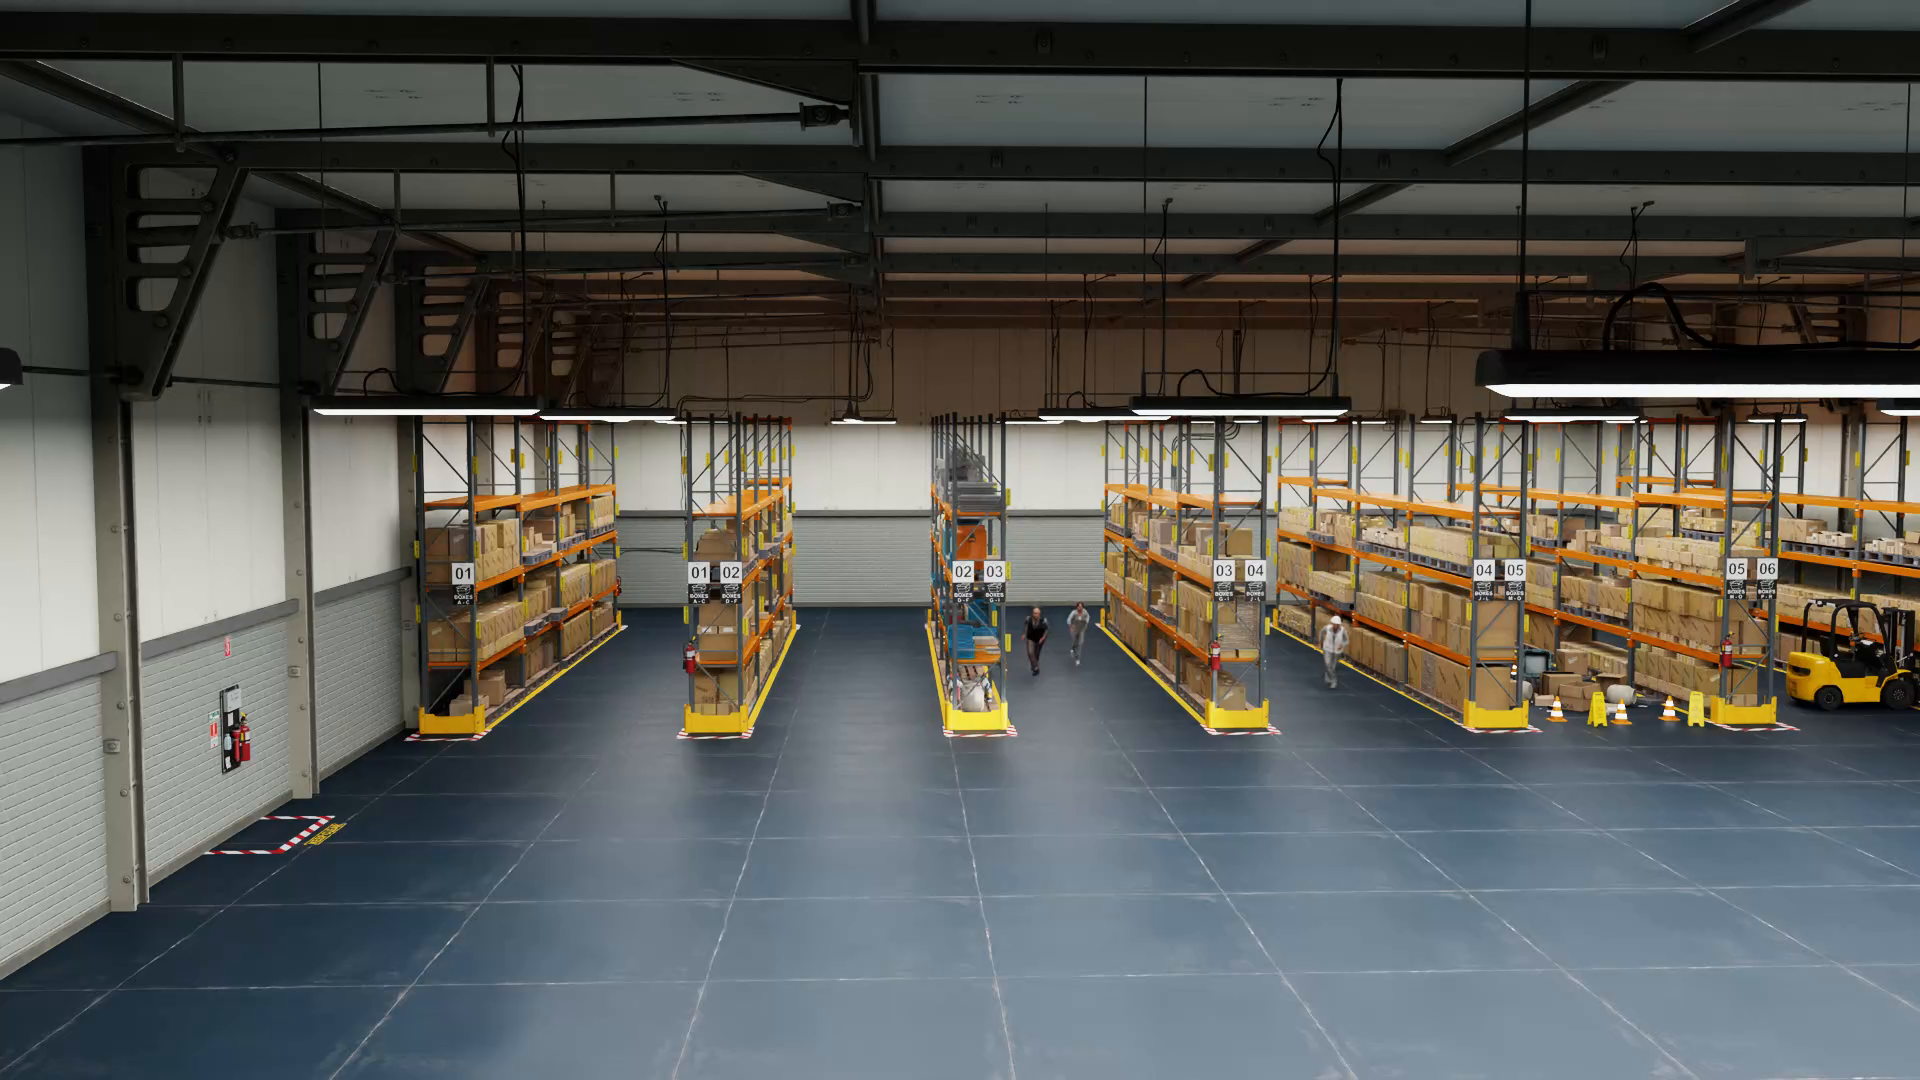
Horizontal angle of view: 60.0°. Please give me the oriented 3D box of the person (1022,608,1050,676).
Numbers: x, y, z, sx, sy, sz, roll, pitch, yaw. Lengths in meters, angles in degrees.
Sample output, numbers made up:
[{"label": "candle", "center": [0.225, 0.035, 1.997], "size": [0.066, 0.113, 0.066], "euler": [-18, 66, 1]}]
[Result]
[{"label": "person", "center": [1.757, 2.309, 38.440], "size": [0.664, 1.567, 1.054], "euler": [0, 4, 4]}]

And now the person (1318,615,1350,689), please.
[{"label": "person", "center": [8.192, 2.416, 36.495], "size": [0.659, 1.608, 1.072], "euler": [0, 4, 7]}]

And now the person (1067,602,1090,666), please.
[{"label": "person", "center": [2.836, 2.243, 40.294], "size": [0.544, 1.541, 0.855], "euler": [-1, 4, -14]}]
